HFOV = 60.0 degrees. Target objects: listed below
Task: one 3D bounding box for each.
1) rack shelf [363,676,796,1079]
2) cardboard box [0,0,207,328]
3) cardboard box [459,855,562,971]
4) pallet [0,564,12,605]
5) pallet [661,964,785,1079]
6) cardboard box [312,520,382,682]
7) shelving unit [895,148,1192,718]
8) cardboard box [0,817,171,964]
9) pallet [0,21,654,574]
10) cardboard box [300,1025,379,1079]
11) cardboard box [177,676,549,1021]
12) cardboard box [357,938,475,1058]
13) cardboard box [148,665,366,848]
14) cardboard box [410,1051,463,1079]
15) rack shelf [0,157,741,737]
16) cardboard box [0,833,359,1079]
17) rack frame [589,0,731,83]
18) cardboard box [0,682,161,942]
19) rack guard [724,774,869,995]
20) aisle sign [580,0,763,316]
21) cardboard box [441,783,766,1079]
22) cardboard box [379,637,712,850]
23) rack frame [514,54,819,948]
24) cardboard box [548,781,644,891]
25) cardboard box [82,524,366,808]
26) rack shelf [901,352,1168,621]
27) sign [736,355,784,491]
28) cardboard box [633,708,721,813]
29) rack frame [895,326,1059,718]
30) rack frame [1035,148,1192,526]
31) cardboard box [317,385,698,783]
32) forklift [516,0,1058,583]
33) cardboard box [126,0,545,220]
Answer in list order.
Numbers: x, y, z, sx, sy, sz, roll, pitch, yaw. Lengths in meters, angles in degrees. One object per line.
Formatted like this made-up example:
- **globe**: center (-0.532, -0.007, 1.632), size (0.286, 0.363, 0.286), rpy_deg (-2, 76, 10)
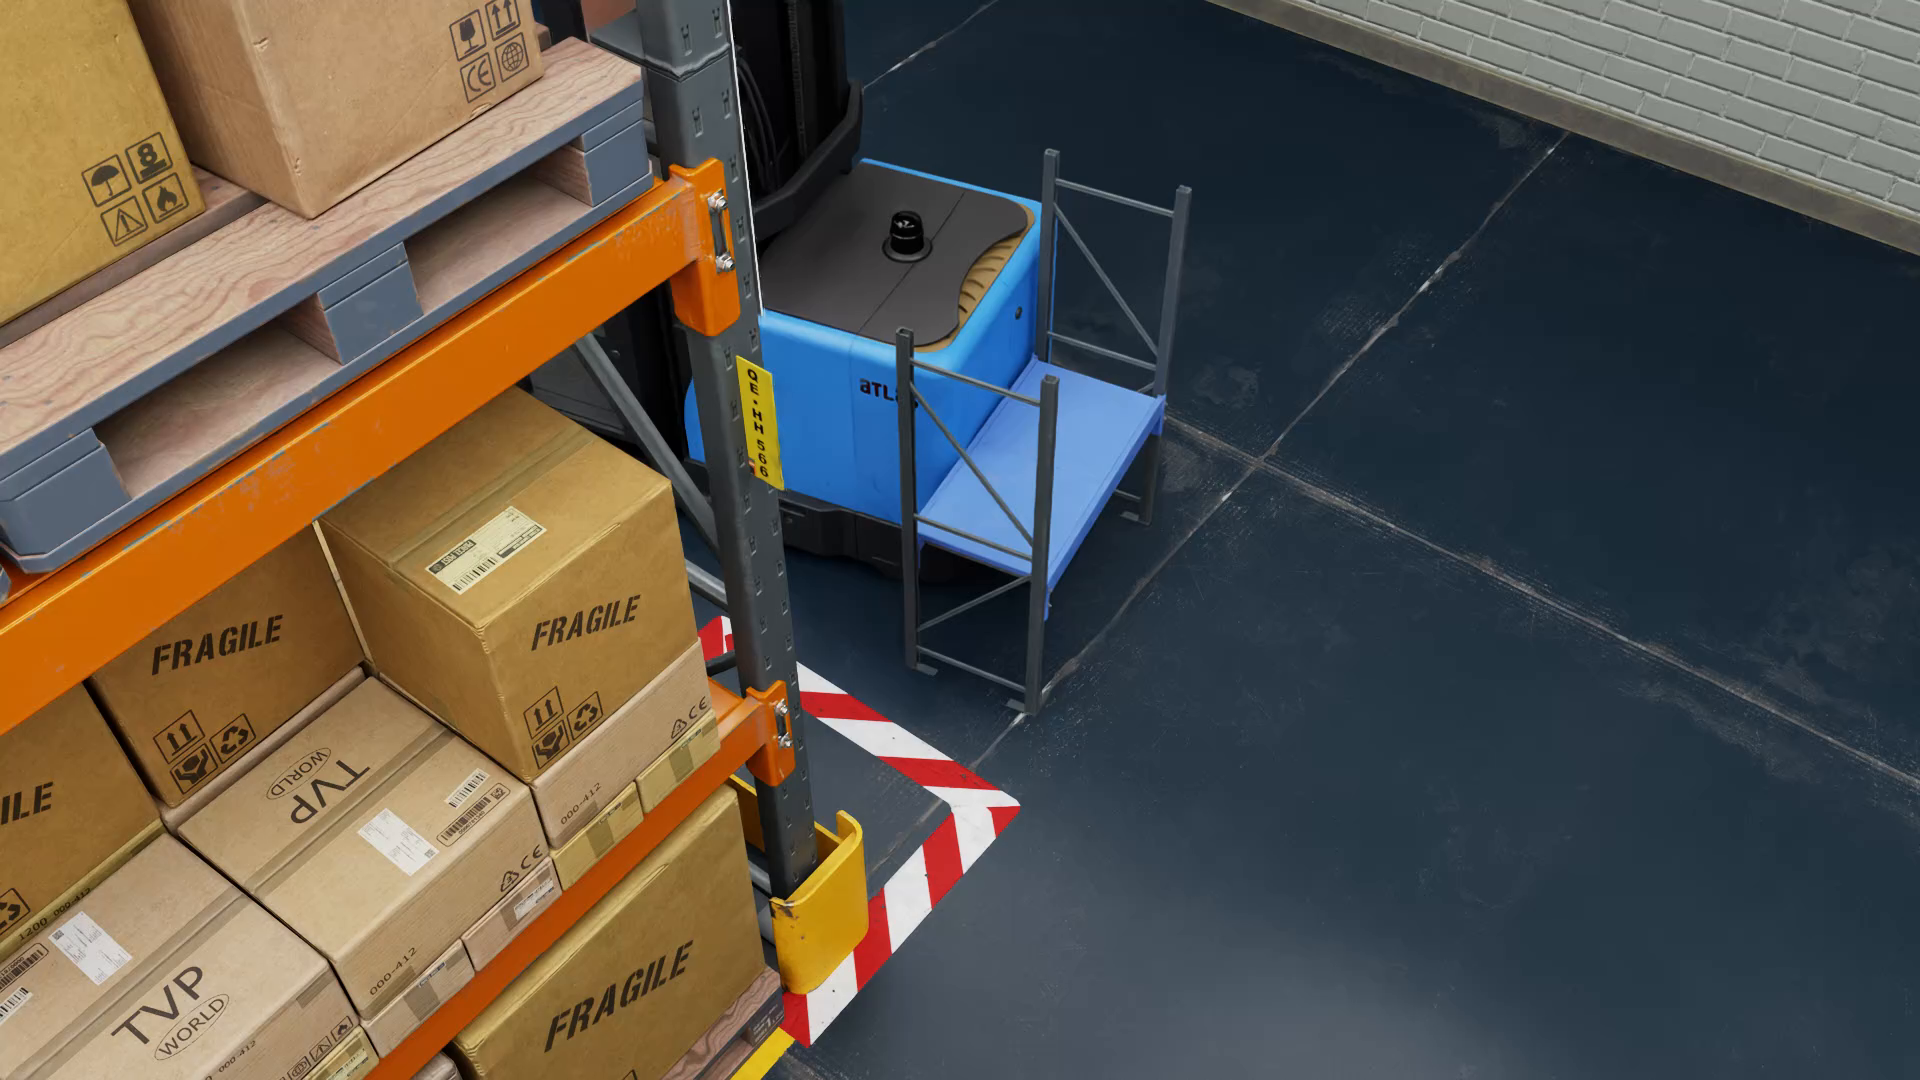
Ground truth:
- **rack shelf**: center (-2.059, 1.388, 3.347), size (1.077, 0.370, 4.000), rpy_deg (29, 53, 25)
- **cardboard box**: center (-1.551, -0.665, 2.308), size (0.700, 0.500, 0.500), rpy_deg (27, 52, 24)
- **cardboard box**: center (-1.106, 0.725, 3.657), size (0.380, 0.149, 0.250), rpy_deg (29, 53, 25)
- **pallet**: center (-2.027, 0.120, 2.048), size (1.003, 0.211, 1.213), rpy_deg (29, 53, 25)
- **pallet**: center (-1.263, 1.451, 4.718), size (1.003, 0.211, 1.213), rpy_deg (29, 53, 25)
- **cardboard box**: center (-1.343, 0.100, 3.978), size (0.500, 0.250, 0.500), rpy_deg (28, 52, 24)
- **shelving unit**: center (0.271, -0.332, 5.529), size (0.538, 1.500, 1.048), rpy_deg (20, 50, 18)
- **cardboard box**: center (-1.966, 0.686, 3.418), size (0.500, 0.250, 0.500), rpy_deg (28, 52, 24)
- **pallet**: center (-1.281, -0.581, 2.718), size (1.003, 0.211, 1.213), rpy_deg (29, 53, 25)
- **cardboard box**: center (-1.416, 1.016, 3.378), size (0.380, 0.149, 0.250), rpy_deg (28, 52, 24)
- **cardboard box**: center (-1.233, 0.629, 3.473), size (0.500, 0.250, 0.500), rpy_deg (28, 53, 24)
- **cardboard box**: center (-1.259, 0.867, 3.521), size (0.380, 0.149, 0.250), rpy_deg (30, 53, 26)
- **cardboard box**: center (-1.655, 0.400, 3.691), size (0.500, 0.250, 0.500), rpy_deg (29, 53, 25)
- **cardboard box**: center (-1.720, 1.506, 3.916), size (0.875, 0.875, 0.875), rpy_deg (29, 53, 25)
- **rack shelf**: center (-2.059, 0.352, 2.262), size (1.077, 0.370, 4.000), rpy_deg (29, 53, 25)
- **cardboard box**: center (-1.544, 0.920, 3.194), size (0.500, 0.250, 0.500), rpy_deg (27, 52, 24)
- **rack frame**: center (-0.836, -2.077, 2.011), size (1.000, 3.000, 0.127), rpy_deg (29, 53, 25)
- **cardboard box**: center (-1.961, 0.426, 3.148), size (0.500, 0.500, 0.500), rpy_deg (28, 52, 24)
- **rack guard**: center (-0.821, 0.845, 5.097), size (1.175, 0.500, 0.348), rpy_deg (29, 53, 25)
- **aisle sign**: center (-0.554, -0.811, 3.153), size (0.394, 0.787, 0.004), rpy_deg (29, 53, 25)
- **cardboard box**: center (-1.164, 0.986, 4.413), size (0.875, 0.875, 0.875), rpy_deg (29, 53, 25)
- **cardboard box**: center (-0.922, 0.339, 3.750), size (0.500, 0.250, 0.500), rpy_deg (28, 53, 24)
- **rack frame**: center (-0.836, -0.005, 4.180), size (1.000, 3.000, 0.127), rpy_deg (29, 53, 25)
- **cardboard box**: center (-0.951, 0.581, 3.794), size (0.380, 0.149, 0.250), rpy_deg (30, 53, 25)
- **cardboard box**: center (-1.649, 0.127, 3.434), size (0.500, 0.500, 0.500), rpy_deg (28, 52, 24)
- **rack shelf**: center (0.270, -0.208, 5.659), size (0.538, 0.185, 1.000), rpy_deg (20, 50, 18)
- **sign**: center (-0.415, -0.239, 3.439), size (0.100, 0.325, 0.005), rpy_deg (29, 53, 25)
- **cardboard box**: center (-0.793, 0.431, 3.937), size (0.380, 0.149, 0.250), rpy_deg (30, 53, 26)
- **rack frame**: center (0.043, -0.003, 5.215), size (0.500, 1.500, 0.032), rpy_deg (20, 50, 18)
- **rack frame**: center (0.499, -0.661, 5.843), size (0.500, 1.500, 0.032), rpy_deg (20, 50, 18)
- **cardboard box**: center (-0.926, 0.080, 3.478), size (0.500, 0.500, 0.500), rpy_deg (30, 53, 25)
- **forklift**: center (-1.202, -1.569, 5.722), size (3.031, 2.935, 1.130), rpy_deg (18, 49, 16)
- **cardboard box**: center (-1.111, -0.934, 2.564), size (0.700, 0.500, 0.500), rpy_deg (26, 52, 23)
